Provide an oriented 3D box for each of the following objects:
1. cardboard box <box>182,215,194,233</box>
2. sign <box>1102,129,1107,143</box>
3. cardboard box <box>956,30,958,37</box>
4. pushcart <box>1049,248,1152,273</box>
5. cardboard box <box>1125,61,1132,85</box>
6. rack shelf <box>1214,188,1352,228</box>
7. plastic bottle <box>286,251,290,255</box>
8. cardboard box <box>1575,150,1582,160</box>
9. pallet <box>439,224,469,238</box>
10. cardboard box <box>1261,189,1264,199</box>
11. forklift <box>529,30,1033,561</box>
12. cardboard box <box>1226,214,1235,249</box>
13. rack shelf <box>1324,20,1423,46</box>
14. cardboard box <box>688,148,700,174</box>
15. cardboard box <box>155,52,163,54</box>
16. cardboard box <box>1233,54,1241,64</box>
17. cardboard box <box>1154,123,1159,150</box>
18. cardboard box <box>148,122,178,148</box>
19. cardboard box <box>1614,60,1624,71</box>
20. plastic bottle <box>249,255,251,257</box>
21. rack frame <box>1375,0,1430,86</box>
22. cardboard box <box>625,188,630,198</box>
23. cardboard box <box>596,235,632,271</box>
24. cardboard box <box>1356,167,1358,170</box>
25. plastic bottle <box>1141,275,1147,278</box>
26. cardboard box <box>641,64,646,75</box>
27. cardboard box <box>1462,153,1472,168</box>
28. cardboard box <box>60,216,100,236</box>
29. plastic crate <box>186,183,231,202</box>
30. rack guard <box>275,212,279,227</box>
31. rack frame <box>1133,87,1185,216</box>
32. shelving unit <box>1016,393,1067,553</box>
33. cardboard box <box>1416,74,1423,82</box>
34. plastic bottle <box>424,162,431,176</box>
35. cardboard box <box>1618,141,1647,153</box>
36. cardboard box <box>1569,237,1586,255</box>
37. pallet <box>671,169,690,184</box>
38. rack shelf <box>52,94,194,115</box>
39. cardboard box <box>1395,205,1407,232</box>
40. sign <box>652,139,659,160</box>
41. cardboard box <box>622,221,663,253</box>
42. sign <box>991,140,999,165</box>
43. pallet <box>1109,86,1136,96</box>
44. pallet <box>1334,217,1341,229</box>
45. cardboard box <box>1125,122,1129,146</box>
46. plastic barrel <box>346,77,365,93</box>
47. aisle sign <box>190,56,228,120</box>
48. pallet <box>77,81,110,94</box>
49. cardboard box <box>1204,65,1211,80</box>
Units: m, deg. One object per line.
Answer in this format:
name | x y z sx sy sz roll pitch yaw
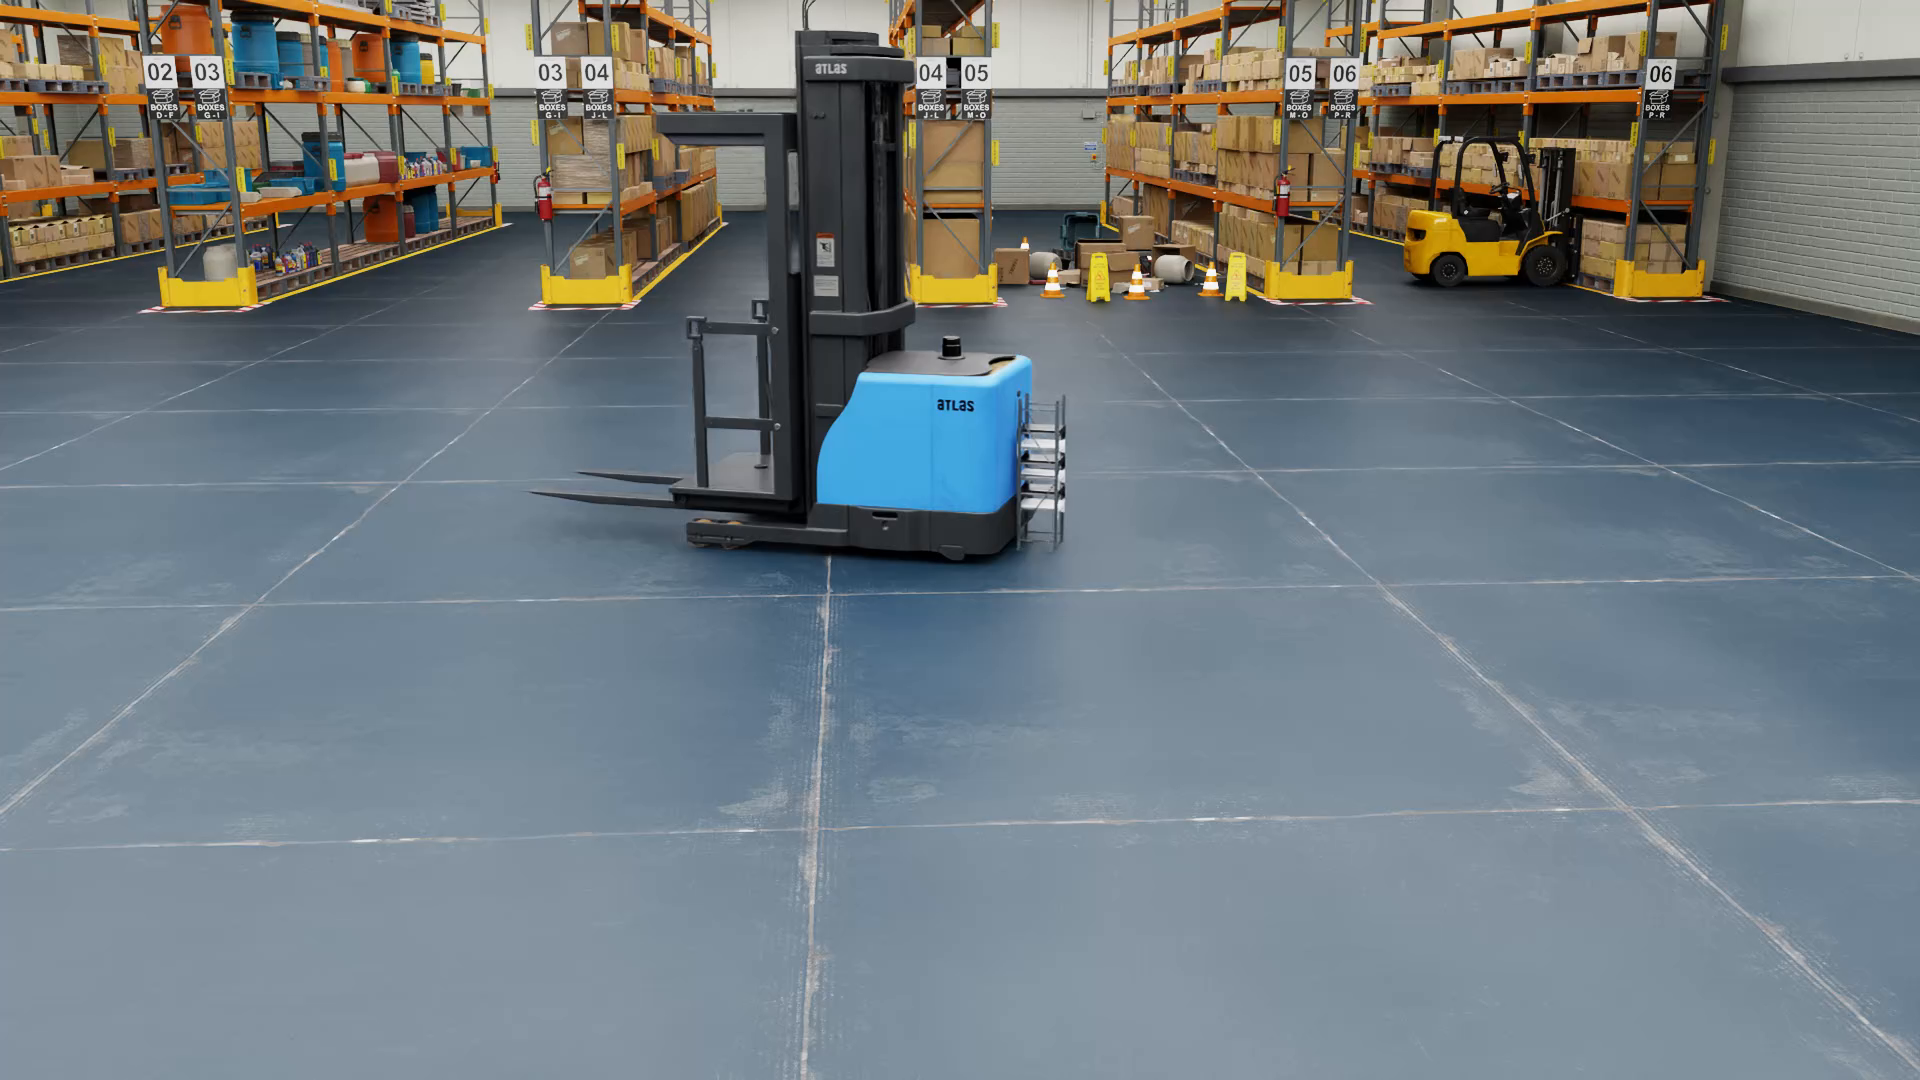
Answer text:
cardboard box | -15.335 -6.255 32.452 0.500 0.500 0.500 -1 14 -3
sign | 3.303 -9.245 38.040 0.100 0.325 0.005 -1 14 -3
cardboard box | 0.149 -7.023 23.143 0.380 0.149 0.250 -1 14 -4
pushcart | 2.328 -4.492 26.728 1.648 0.377 0.936 -6 16 -23
cardboard box | 3.832 -10.043 35.777 0.500 0.500 0.500 -1 14 -2
rack shelf | 4.724 -4.964 24.743 1.077 0.370 4.000 -1 14 -3
plastic bottle | -9.975 -4.152 24.711 0.061 0.283 0.133 -1 14 -3
cardboard box | 9.387 -5.782 24.975 0.380 0.149 0.250 -1 14 -5
pallet | -10.814 -6.402 34.483 1.003 0.211 1.213 -1 14 -3
cardboard box | 4.491 -4.908 23.587 0.380 0.149 0.250 -1 14 -4
forklift | -1.126 -1.484 9.913 3.031 2.935 1.130 4 15 15
cardboard box | 4.412 -4.761 25.680 0.500 0.500 0.500 0 14 -1
rack shelf | 8.935 -10.930 35.896 1.077 0.370 4.000 -1 14 -3
cardboard box | -5.485 -7.583 33.276 0.500 0.500 0.500 -1 14 -3
cardboard box | -15.716 -9.121 32.191 0.600 0.600 0.600 -2 15 -9
cardboard box | 4.336 -7.248 25.059 0.380 0.149 0.250 -1 14 -4
cardboard box | 3.995 -7.713 31.776 0.500 0.500 0.500 -1 14 -3
cardboard box | -15.963 -8.149 33.470 0.500 0.500 0.500 -1 14 -3
cardboard box | 9.448 -6.677 23.397 0.380 0.149 0.250 -1 14 -5
plastic bottle | -10.560 -4.151 24.571 0.144 0.351 0.185 -1 14 -4
rack frame | 9.059 -10.782 33.873 1.000 3.000 0.127 -1 14 -3
cardboard box | -4.907 -4.926 23.654 0.380 0.149 0.250 -1 14 -3
cardboard box | -5.146 -4.254 24.713 0.500 0.500 0.500 -2 15 -8
cardboard box | 8.720 -8.025 35.700 0.380 0.149 0.250 -1 14 -2
plastic bottle | 2.809 -4.037 25.593 0.133 0.061 0.283 2 15 6
cardboard box | -4.982 -7.153 25.290 0.380 0.149 0.250 0 14 -2
cardboard box | 9.134 -6.682 29.276 0.500 0.250 0.500 -1 14 -5
cardboard box | -15.109 -5.387 28.494 0.500 0.311 0.500 -1 14 -4
plastic crate | -10.350 -4.795 22.941 0.499 0.251 0.408 -1 14 -3
rack guard | -15.917 -7.260 37.238 1.175 0.500 0.348 -1 14 -3
rack frame | 4.105 -7.799 34.319 1.000 3.000 0.127 -1 14 -3
shelving unit | 0.476 -0.394 9.752 0.258 0.900 0.210 4 15 14
cardboard box | 8.991 -8.860 31.923 0.380 0.149 0.250 0 14 -2
plastic bottle | -10.320 -7.167 32.110 0.152 0.276 0.135 -1 14 -3
cardboard box | 9.523 -5.546 23.461 0.380 0.149 0.250 -1 14 -3
cardboard box | 9.387 -4.375 24.684 0.500 0.250 0.500 -1 14 -5
pallet | -5.388 -6.383 29.200 1.213 0.211 1.003 -1 14 -3
rack shelf | -15.550 -8.101 30.916 1.077 0.370 4.000 -1 14 -3
cardboard box | 8.959 -6.360 32.900 0.500 0.500 0.500 -1 14 -5
sign | -4.749 -6.086 25.924 0.100 0.325 0.005 -1 14 -3
cardboard box | -5.353 -5.070 27.846 0.700 0.500 0.500 -2 15 -8
sign | 0.468 -5.178 22.235 0.100 0.325 0.005 -1 14 -3
pallet | 3.913 -10.019 37.106 1.003 0.211 1.213 -1 14 -3
pallet | 8.938 -7.001 36.814 1.003 0.211 1.213 -1 14 -3
cardboard box | 3.777 -8.571 35.112 0.500 0.500 0.500 -1 14 -4
plastic barrel | -10.170 -7.648 27.989 0.301 0.262 0.301 0 14 0
aisle sign | -9.689 -5.831 21.452 0.394 0.787 0.004 -1 14 -3
pallet | -15.295 -7.693 28.266 1.213 0.211 1.003 0 14 -1
cardboard box | 4.363 -7.789 27.717 0.500 0.250 0.500 -1 14 -3
